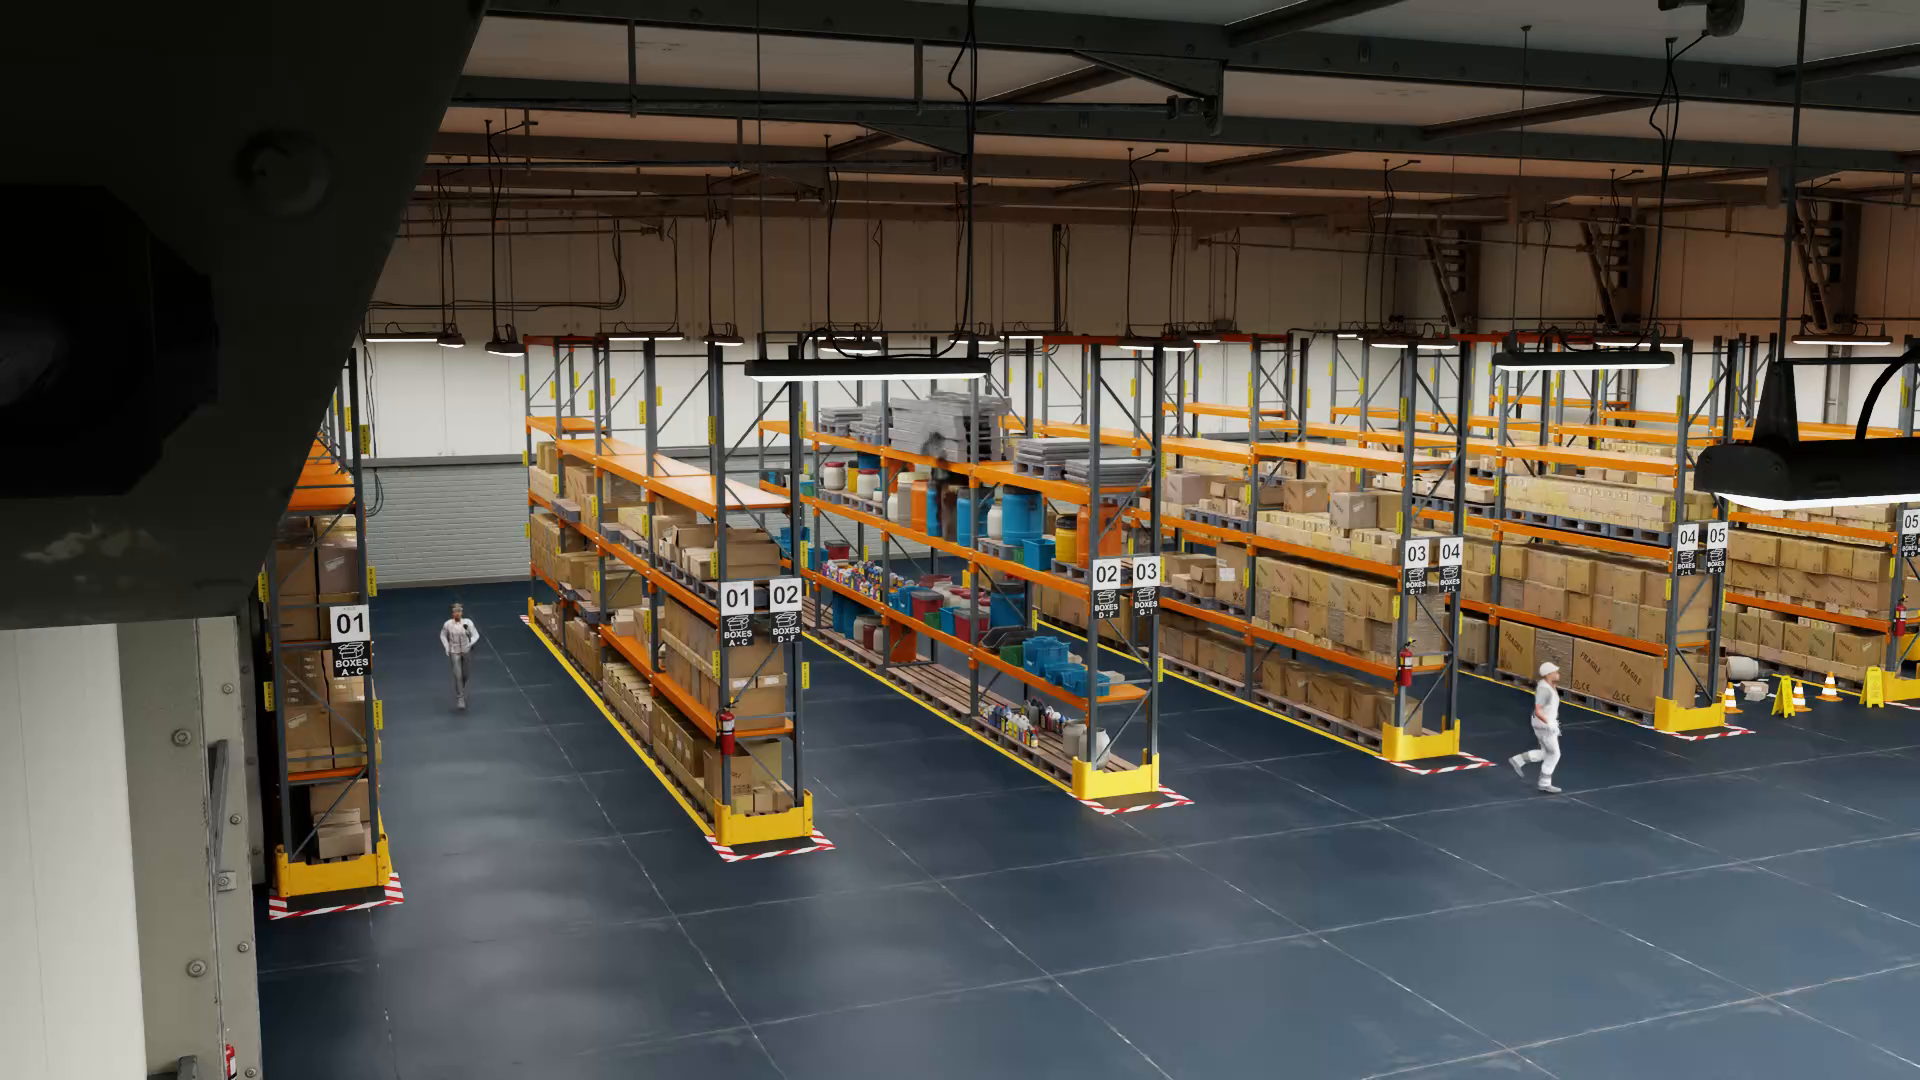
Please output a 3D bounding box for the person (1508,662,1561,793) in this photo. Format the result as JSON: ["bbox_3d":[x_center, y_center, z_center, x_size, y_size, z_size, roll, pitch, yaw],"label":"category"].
[{"bbox_3d":[7.765,2.498,22.375,0.687,1.759,0.661,3,8,21],"label":"person"}]

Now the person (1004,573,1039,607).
[{"bbox_3d":[1.273,1.143,32.694,0.657,1.681,0.659,-4,8,-25],"label":"person"}]

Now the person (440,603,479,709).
[{"bbox_3d":[-8.192,1.855,27.277,0.610,1.681,0.860,-3,8,-22],"label":"person"}]
